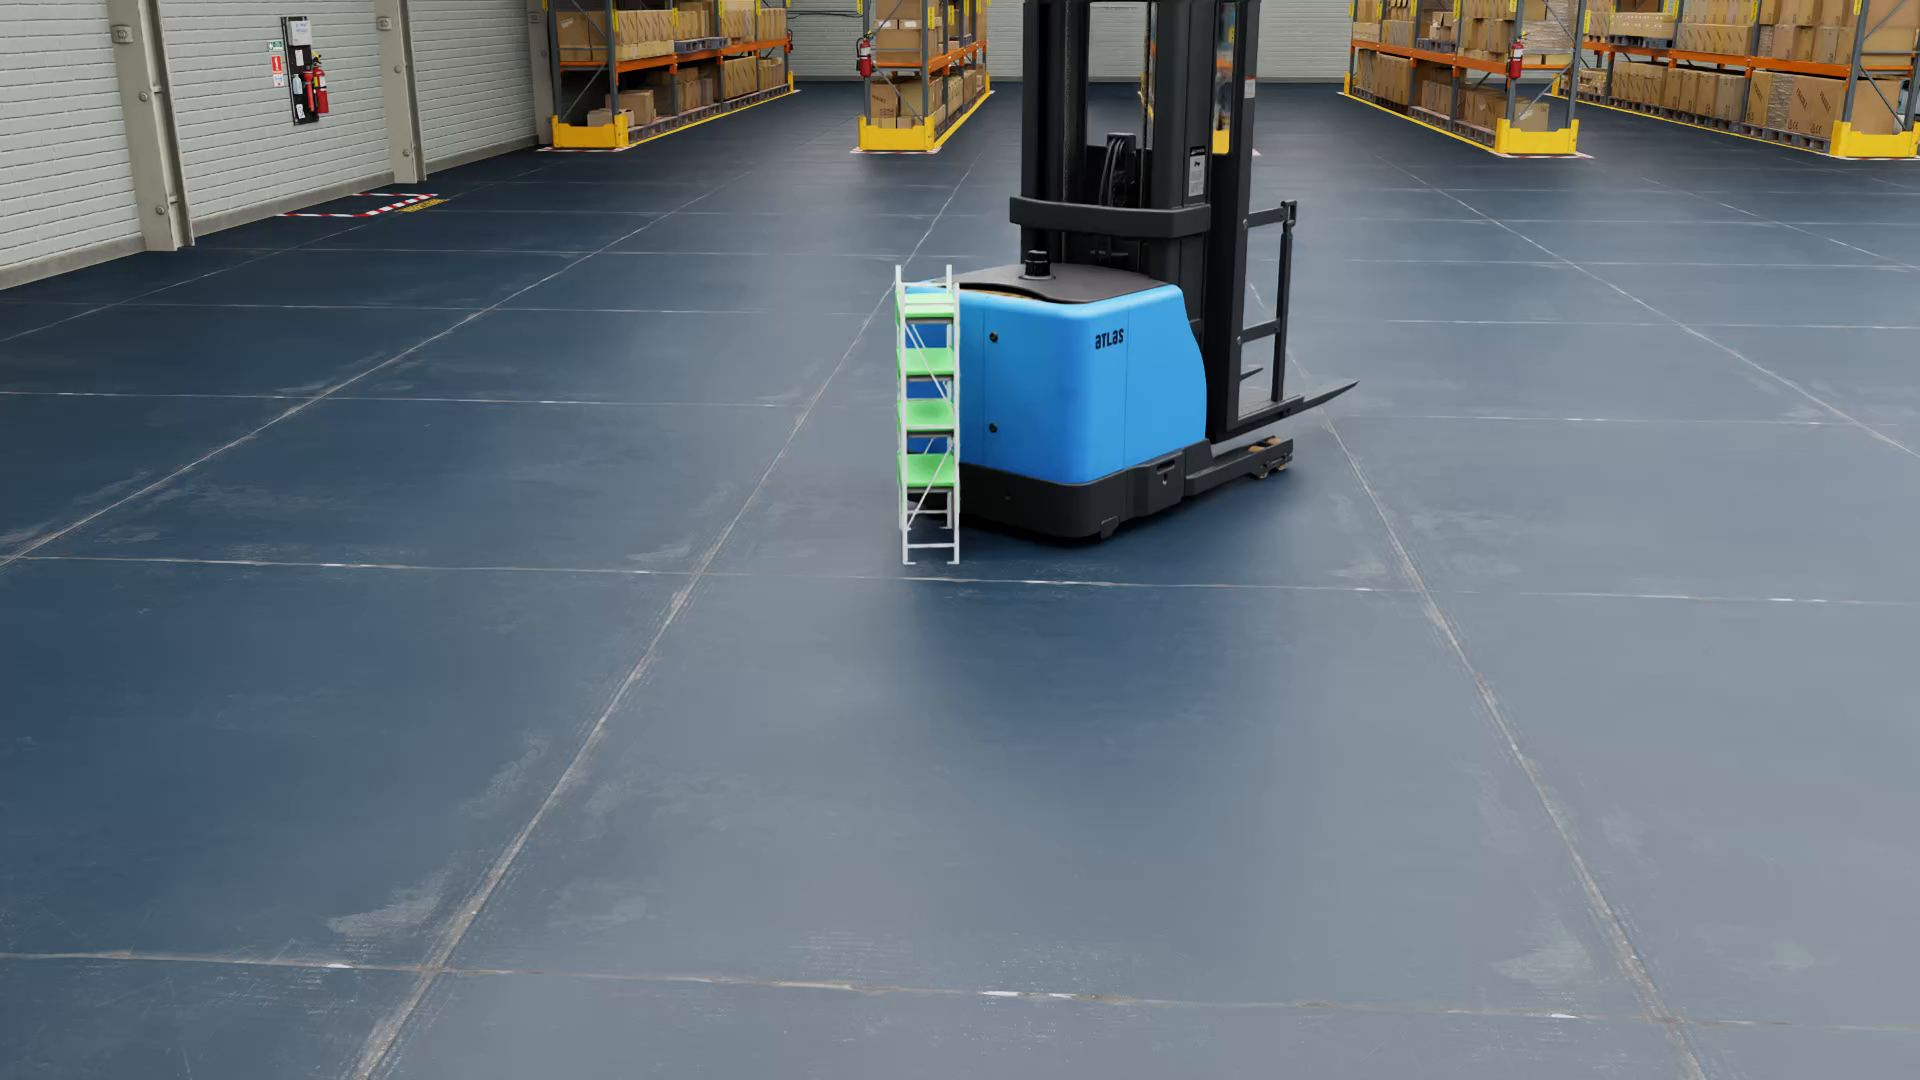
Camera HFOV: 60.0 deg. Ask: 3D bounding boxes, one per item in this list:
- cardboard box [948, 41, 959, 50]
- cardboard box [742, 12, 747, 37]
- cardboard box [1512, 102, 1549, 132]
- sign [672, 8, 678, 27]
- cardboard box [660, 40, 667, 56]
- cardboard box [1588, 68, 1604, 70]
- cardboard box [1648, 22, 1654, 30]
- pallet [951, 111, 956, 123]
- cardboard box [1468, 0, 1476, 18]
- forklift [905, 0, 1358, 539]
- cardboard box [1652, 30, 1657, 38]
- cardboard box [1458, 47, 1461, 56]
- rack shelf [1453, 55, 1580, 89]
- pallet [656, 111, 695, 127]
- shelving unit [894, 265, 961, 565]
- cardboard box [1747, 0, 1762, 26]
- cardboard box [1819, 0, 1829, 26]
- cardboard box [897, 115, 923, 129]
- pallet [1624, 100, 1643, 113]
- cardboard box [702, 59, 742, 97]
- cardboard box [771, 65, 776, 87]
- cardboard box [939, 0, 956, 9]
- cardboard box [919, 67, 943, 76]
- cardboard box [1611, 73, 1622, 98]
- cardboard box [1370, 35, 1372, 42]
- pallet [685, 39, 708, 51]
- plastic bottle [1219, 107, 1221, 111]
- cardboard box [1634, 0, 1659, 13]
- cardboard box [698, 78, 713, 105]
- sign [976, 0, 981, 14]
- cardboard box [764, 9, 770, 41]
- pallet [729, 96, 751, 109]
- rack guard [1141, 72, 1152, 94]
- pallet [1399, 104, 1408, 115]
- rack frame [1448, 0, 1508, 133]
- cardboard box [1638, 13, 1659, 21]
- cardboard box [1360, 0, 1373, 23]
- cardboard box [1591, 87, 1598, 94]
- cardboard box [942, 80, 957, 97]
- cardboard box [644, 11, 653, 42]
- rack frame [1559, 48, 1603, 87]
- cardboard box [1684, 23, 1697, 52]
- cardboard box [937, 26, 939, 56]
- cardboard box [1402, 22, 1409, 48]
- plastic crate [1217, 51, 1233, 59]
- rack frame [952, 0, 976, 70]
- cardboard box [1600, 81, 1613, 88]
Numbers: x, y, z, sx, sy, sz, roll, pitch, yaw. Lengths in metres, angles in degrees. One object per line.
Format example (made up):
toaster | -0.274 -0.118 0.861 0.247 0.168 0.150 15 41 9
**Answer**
cardboard box | -0.214 -9.701 32.614 0.380 0.149 0.250 1 18 4
cardboard box | -4.933 -11.192 36.092 0.500 0.500 0.500 1 18 4
cardboard box | 8.943 -6.604 26.100 0.500 0.500 0.500 5 19 14
sign | -5.112 -9.374 29.825 0.100 0.325 0.005 1 18 4
cardboard box | -5.429 -8.603 29.068 0.500 0.250 0.500 1 18 4
cardboard box | 15.108 -11.107 39.450 0.380 0.149 0.250 2 18 5
cardboard box | 14.010 -10.291 33.264 0.380 0.149 0.250 2 18 5
pallet | -0.613 -8.148 31.950 1.003 0.211 1.213 1 18 4
cardboard box | 8.848 -9.016 27.876 0.500 0.500 0.500 1 18 4
forklift | 1.054 -1.787 8.170 1.130 2.935 3.031 14 23 37
cardboard box | 13.992 -10.062 33.042 0.380 0.149 0.250 1 18 4
cardboard box | 8.853 -8.462 28.833 0.380 0.149 0.250 1 18 4
rack shelf | 9.025 -7.678 27.193 1.077 0.370 4.000 1 18 4
pallet | -5.599 -7.889 31.161 1.003 0.211 1.213 1 18 4
shelving unit | -0.141 -0.543 7.153 0.258 1.200 0.503 -1 18 -4
cardboard box | 14.138 -9.176 28.843 0.700 0.500 0.500 1 18 3
cardboard box | 14.010 -8.299 25.958 0.875 0.550 0.550 1 18 4
cardboard box | -0.739 -6.675 26.720 0.500 0.250 0.500 1 18 4
pallet | 14.543 -9.037 34.662 1.003 0.211 1.213 1 18 4
cardboard box | -5.114 -9.890 35.568 0.750 0.750 0.750 1 18 4
cardboard box | -4.815 -11.180 40.066 0.700 0.500 0.500 1 18 2
cardboard box | -0.361 -12.033 37.564 0.500 0.500 0.500 1 18 4
cardboard box | -0.593 -9.796 34.607 0.500 0.250 0.500 2 18 6
cardboard box | 14.364 -9.772 35.767 0.500 0.500 0.500 2 18 6
cardboard box | 9.492 -11.348 37.641 0.380 0.149 0.250 2 18 5
pallet | -5.468 -9.508 31.931 1.003 0.211 1.213 1 18 4
plastic bottle | 4.417 -7.250 28.398 0.152 0.276 0.135 2 18 5
cardboard box | 14.957 -11.782 36.319 0.500 0.500 0.500 2 18 5
cardboard box | -5.366 -9.011 33.415 0.700 0.500 0.500 2 18 5
sign | 0.415 -11.887 37.023 0.100 0.325 0.005 1 18 4
cardboard box | -4.967 -11.995 38.730 0.980 0.700 0.700 1 18 3
pallet | -5.145 -9.511 36.110 1.003 0.211 1.213 1 18 4
rack guard | 5.077 -11.298 41.101 1.175 0.500 0.348 1 18 4
pallet | 9.587 -8.801 33.944 1.003 0.211 1.213 1 18 4
rack frame | 9.168 -8.641 28.977 1.000 3.000 0.127 1 18 4
cardboard box | 14.068 -10.668 33.937 0.380 0.149 0.250 2 18 7
cardboard box | 9.658 -12.335 38.809 0.500 0.500 0.500 1 18 2
cardboard box | 14.427 -10.120 37.395 0.380 0.149 0.250 1 18 2
cardboard box | -0.325 -8.623 31.763 0.500 0.311 0.500 2 18 5
cardboard box | -5.492 -8.641 27.980 0.500 0.500 0.500 2 18 6
rack frame | 14.969 -12.226 39.917 1.000 3.000 0.127 1 18 4
cardboard box | 14.060 -9.497 31.430 0.500 0.500 0.500 1 18 3
cardboard box | -0.738 -8.773 29.219 0.700 0.500 0.500 1 18 2
cardboard box | 9.285 -10.244 33.709 0.500 0.500 0.500 1 18 3
plastic crate | 4.365 -8.116 27.799 0.530 0.136 0.437 1 18 4
rack frame | -0.139 -11.348 37.238 1.000 3.000 0.127 1 18 4
cardboard box | 14.387 -10.075 36.778 0.380 0.149 0.250 2 18 5
